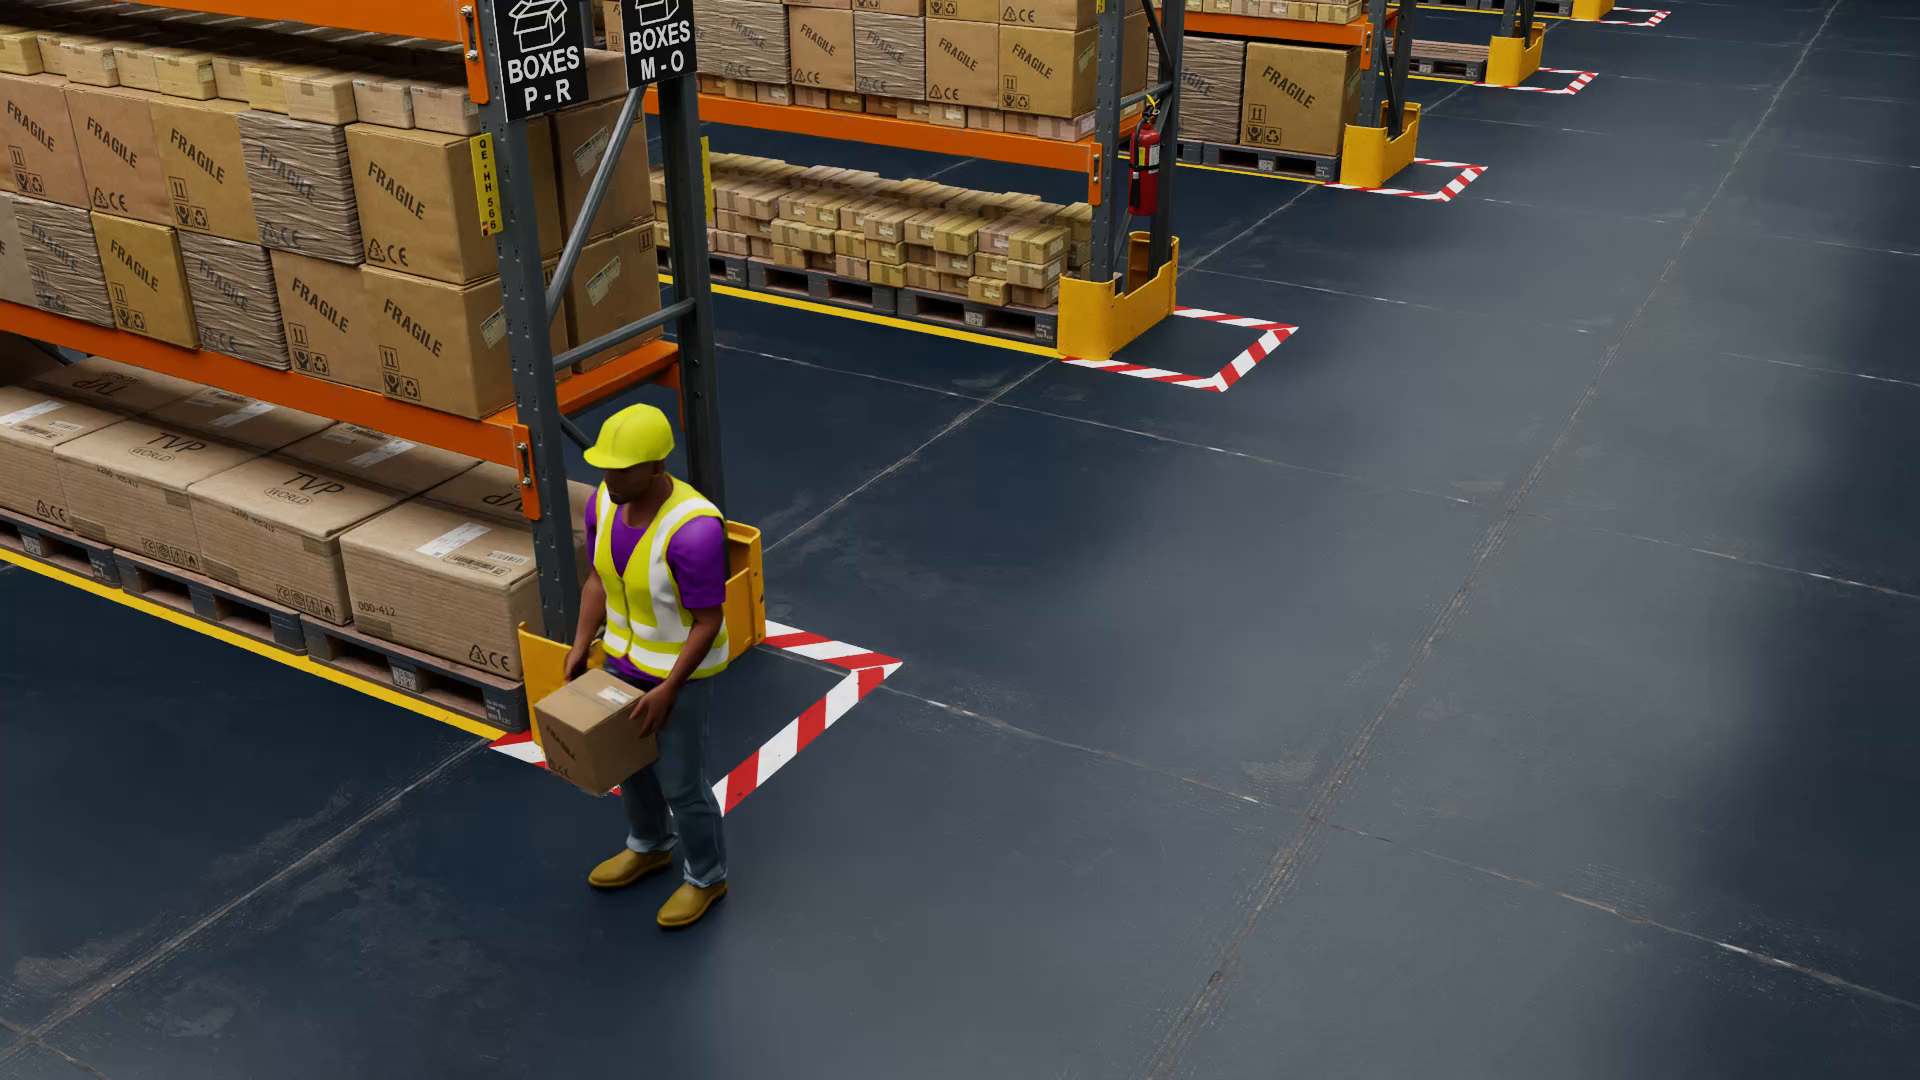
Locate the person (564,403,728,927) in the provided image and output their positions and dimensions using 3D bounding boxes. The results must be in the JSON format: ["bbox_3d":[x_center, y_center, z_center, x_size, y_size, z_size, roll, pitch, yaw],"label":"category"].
[{"bbox_3d":[-0.975,0.403,5.277,0.575,1.765,0.458,20,33,35],"label":"person"}]
